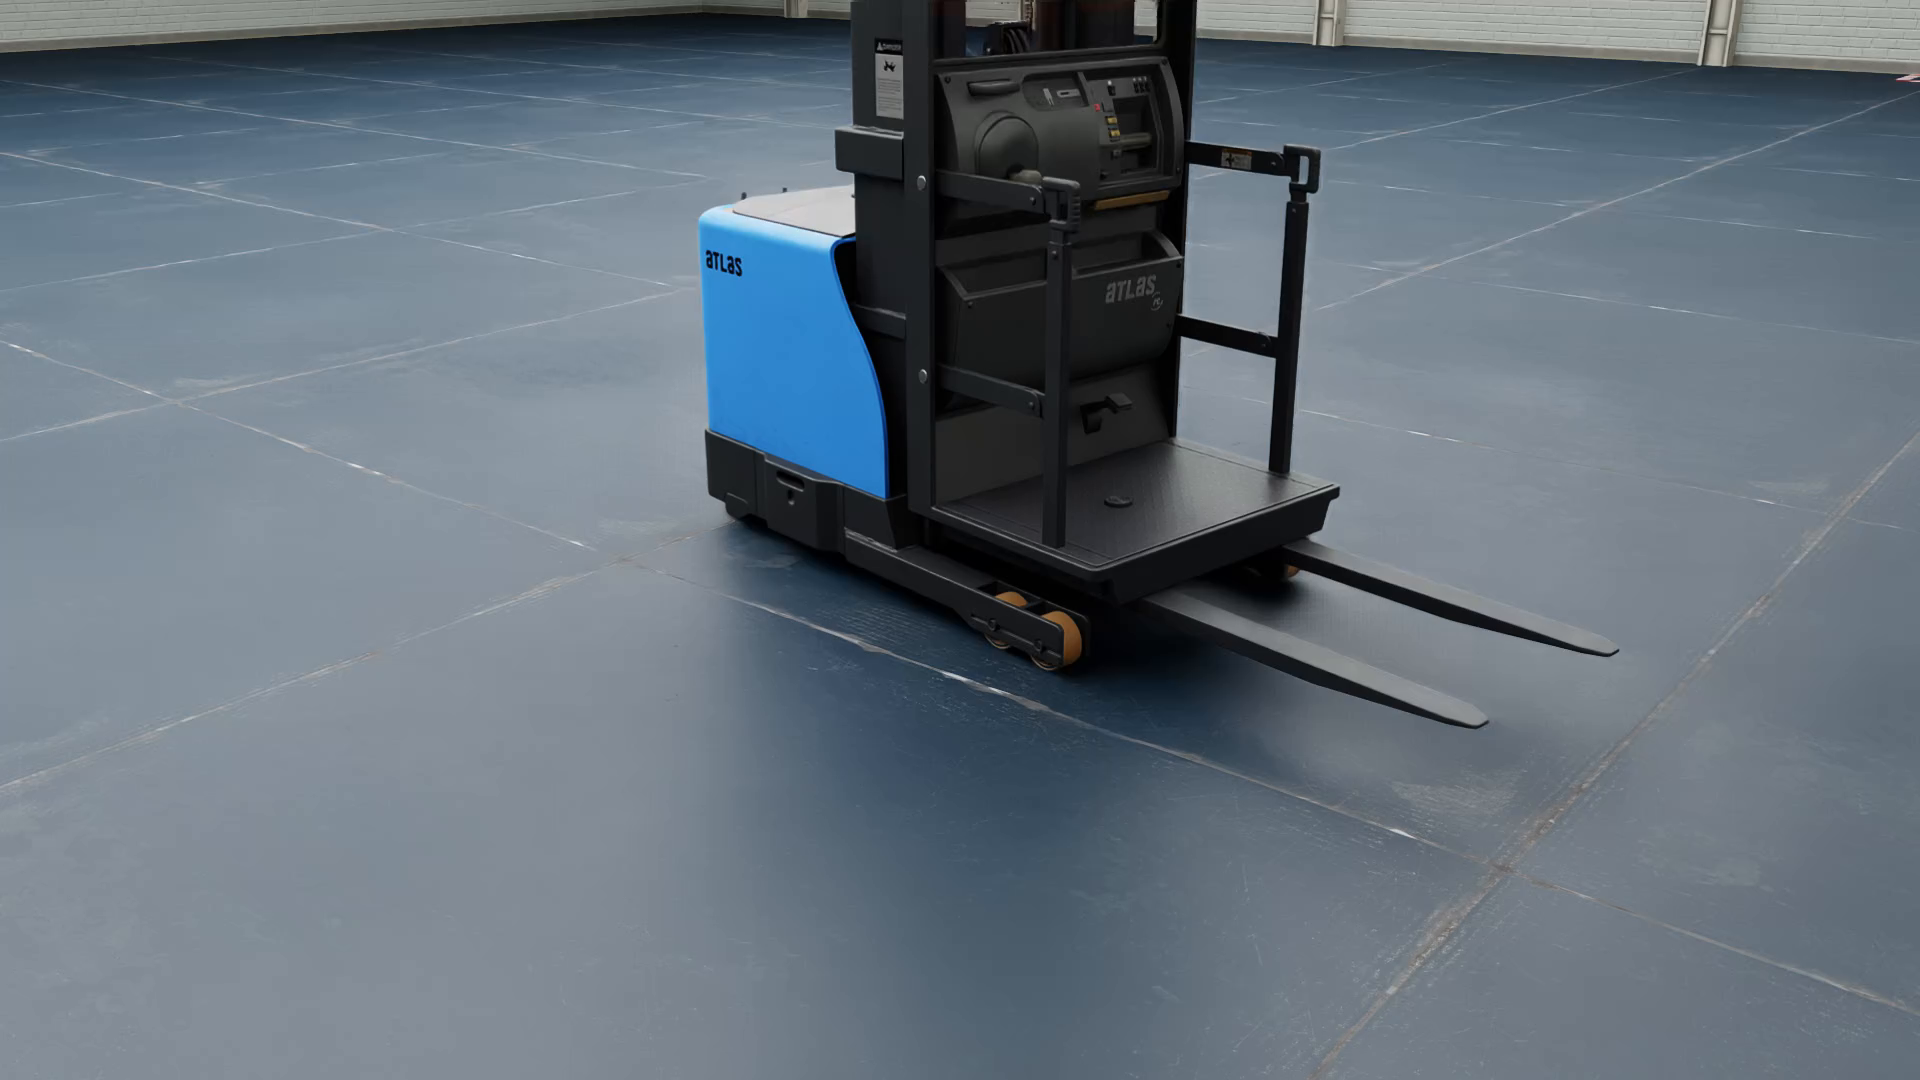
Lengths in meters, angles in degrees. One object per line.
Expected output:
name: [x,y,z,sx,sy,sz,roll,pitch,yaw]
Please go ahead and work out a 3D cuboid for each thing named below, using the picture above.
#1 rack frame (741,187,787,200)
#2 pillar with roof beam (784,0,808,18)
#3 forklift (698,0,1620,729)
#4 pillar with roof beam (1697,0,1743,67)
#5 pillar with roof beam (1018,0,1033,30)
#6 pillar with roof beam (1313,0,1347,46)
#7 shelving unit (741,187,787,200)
rack frame: [-0.718,-0.792,6.281,0.200,1.050,0.008,-17,27,-38]
pillar with roof beam: [-6.067,-13.716,29.288,0.400,9.000,9.100,16,26,36]
forklift: [0.454,-1.204,4.708,1.130,2.935,3.031,-17,27,-38]
pillar with roof beam: [7.878,-9.701,18.639,0.400,9.000,9.100,16,26,36]
pillar with roof beam: [-1.419,-12.378,25.738,0.400,9.000,9.100,16,26,36]
pillar with roof beam: [3.230,-11.039,22.188,0.400,9.000,9.100,16,26,36]
shelving unit: [-0.637,-0.760,6.195,0.215,1.050,0.252,-17,27,-38]
